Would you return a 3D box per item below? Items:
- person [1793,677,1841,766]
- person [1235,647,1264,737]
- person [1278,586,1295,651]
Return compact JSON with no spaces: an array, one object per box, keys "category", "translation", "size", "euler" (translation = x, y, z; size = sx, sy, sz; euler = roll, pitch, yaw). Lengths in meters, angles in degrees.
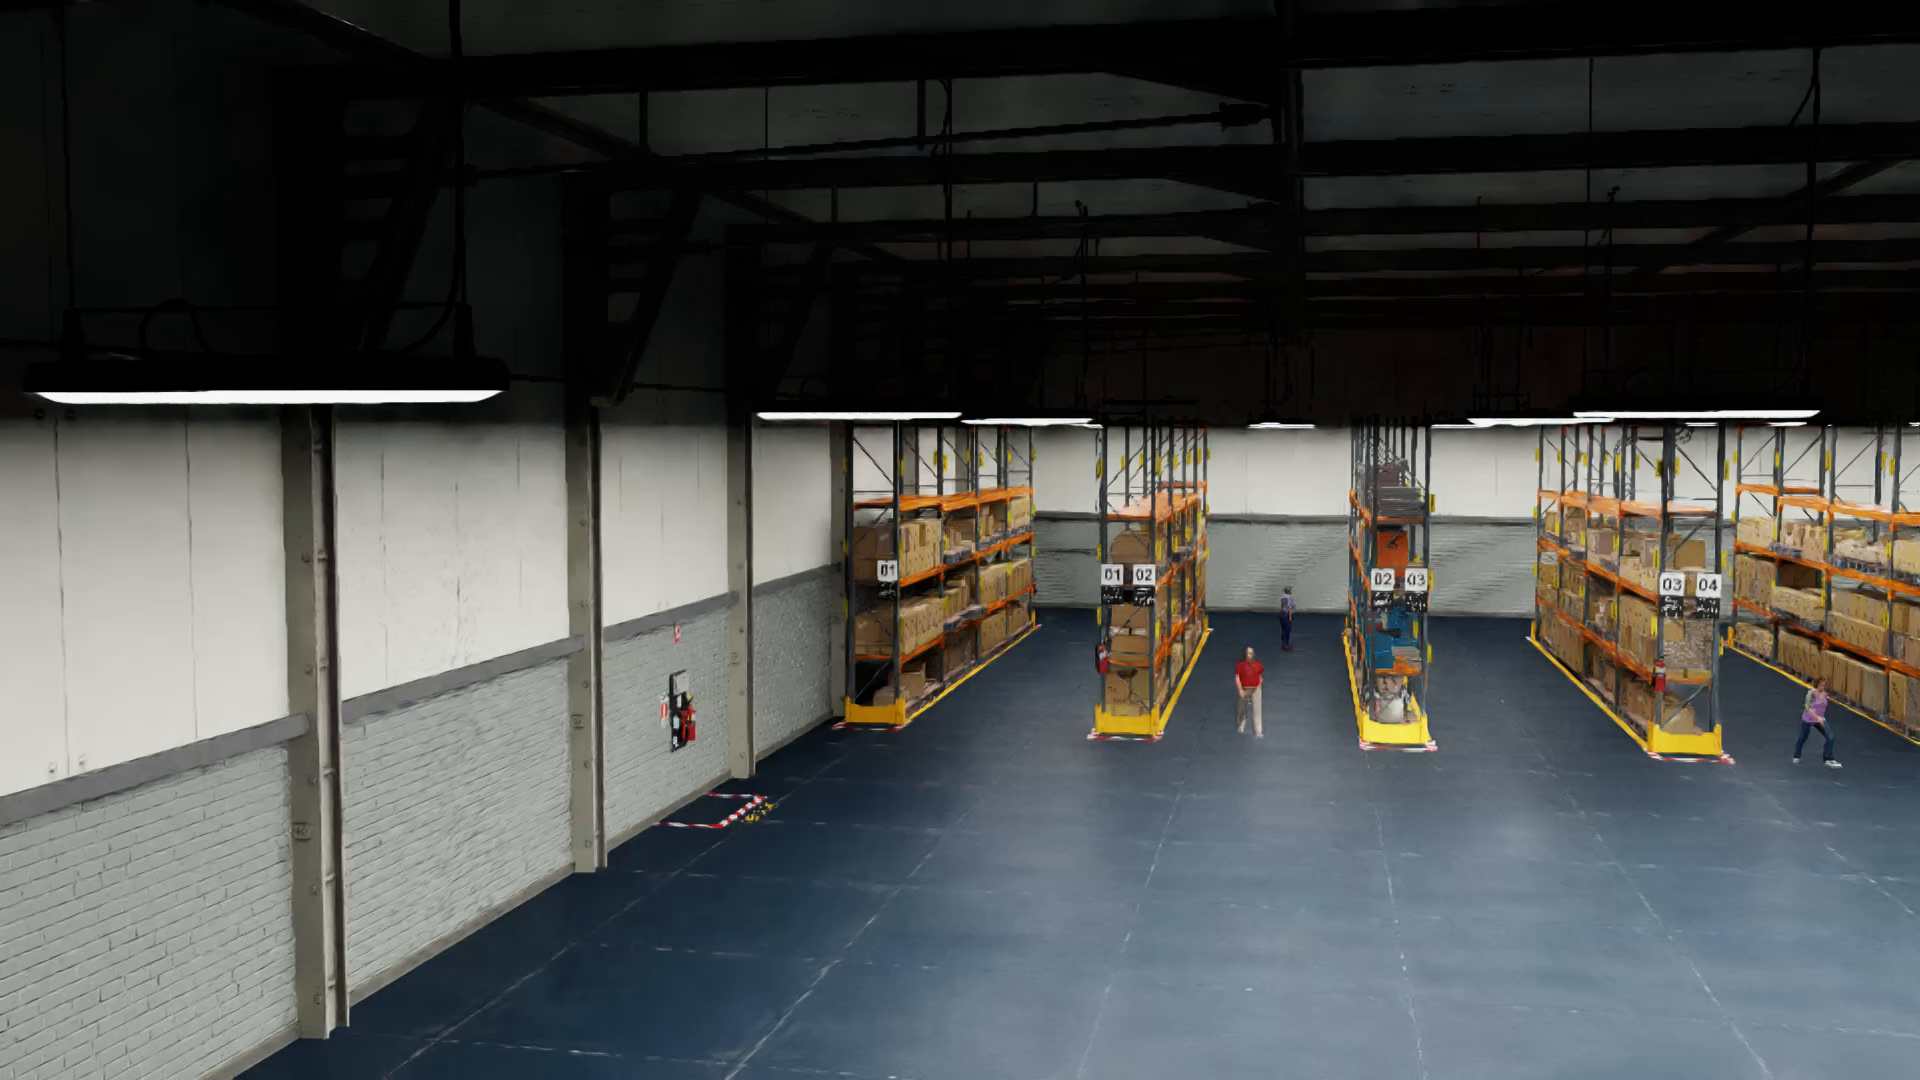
[{"category":"person","translation":[14.517,3.051,28.240],"size":[0.560,1.507,0.722],"euler":[-1,4,-10]},{"category":"person","translation":[5.380,2.813,30.983],"size":[0.535,1.659,1.036],"euler":[0,4,3]},{"category":"person","translation":[8.516,2.018,43.106],"size":[0.445,1.657,0.577],"euler":[-1,4,-13]}]
